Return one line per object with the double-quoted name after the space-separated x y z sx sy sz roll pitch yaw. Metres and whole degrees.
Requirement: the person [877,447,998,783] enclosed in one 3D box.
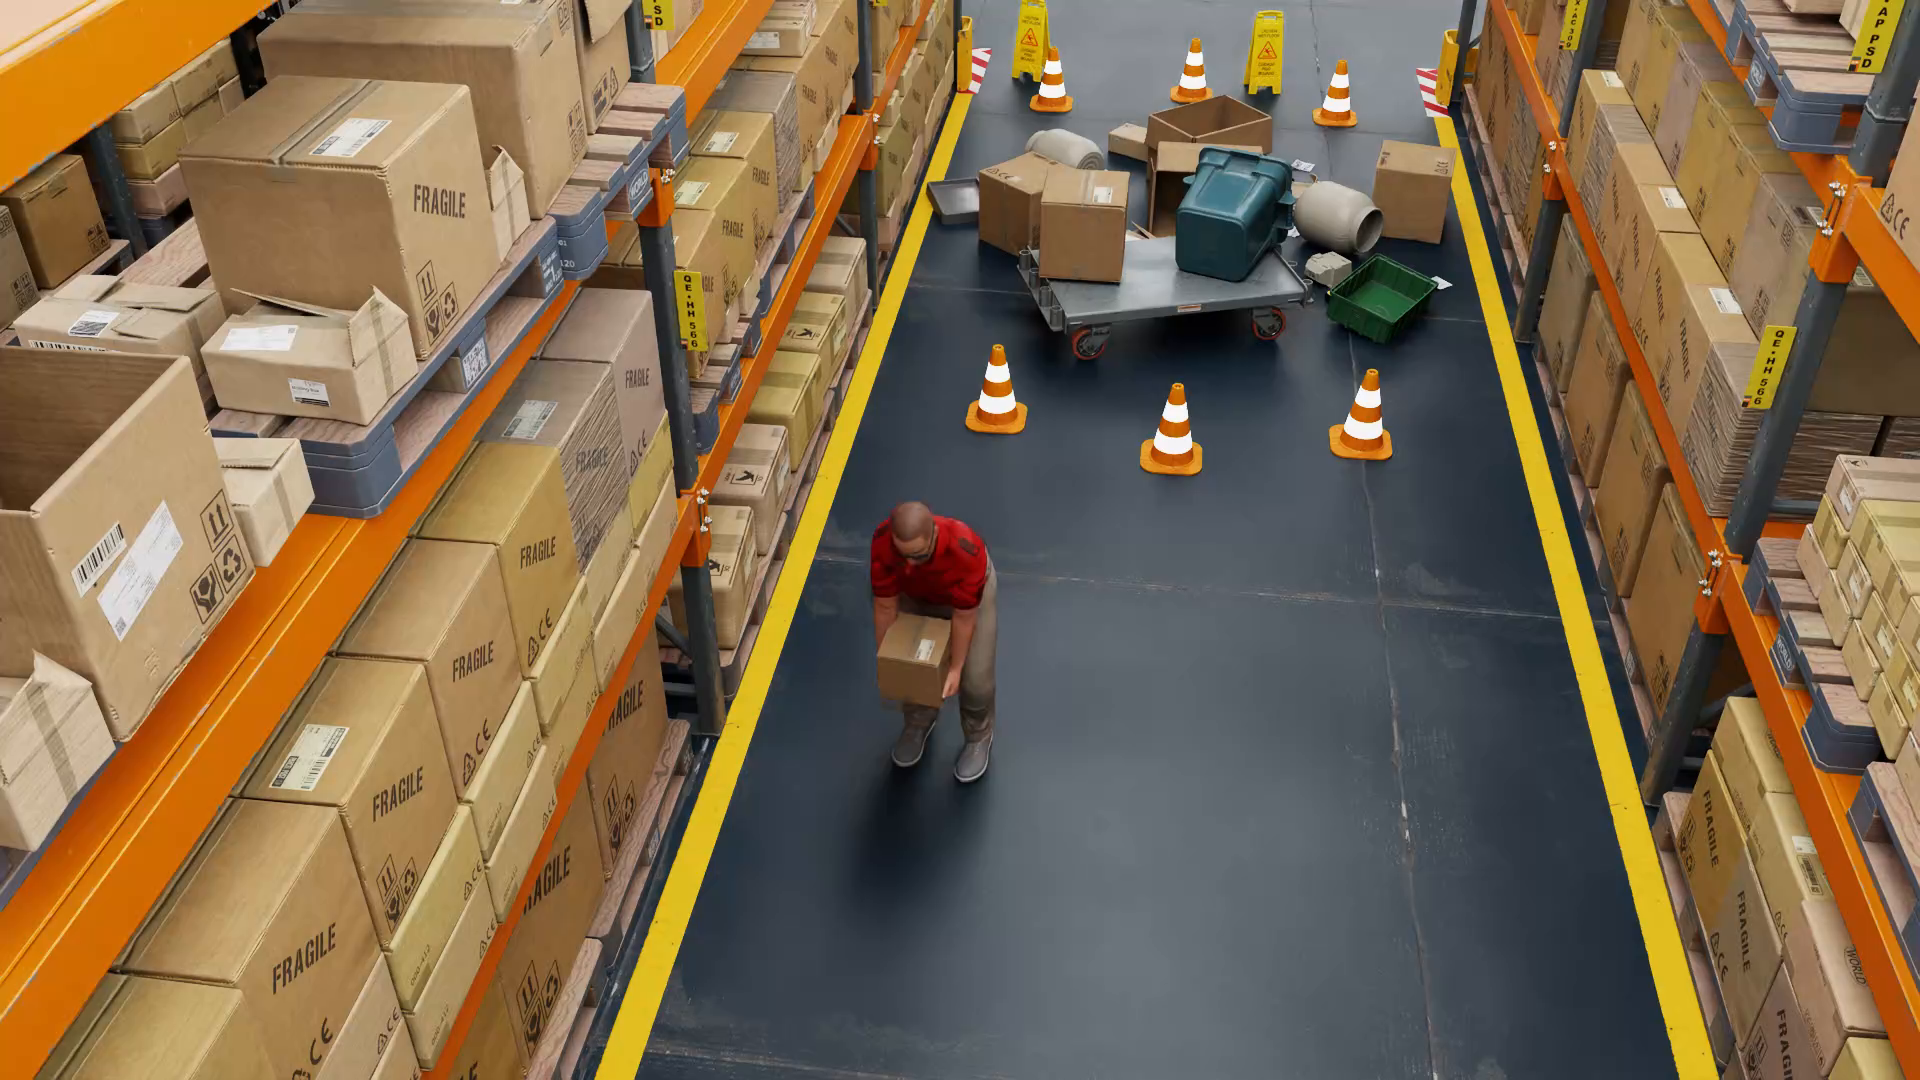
-0.080 0.289 6.702 0.475 1.683 0.597 11 37 15 "person"
